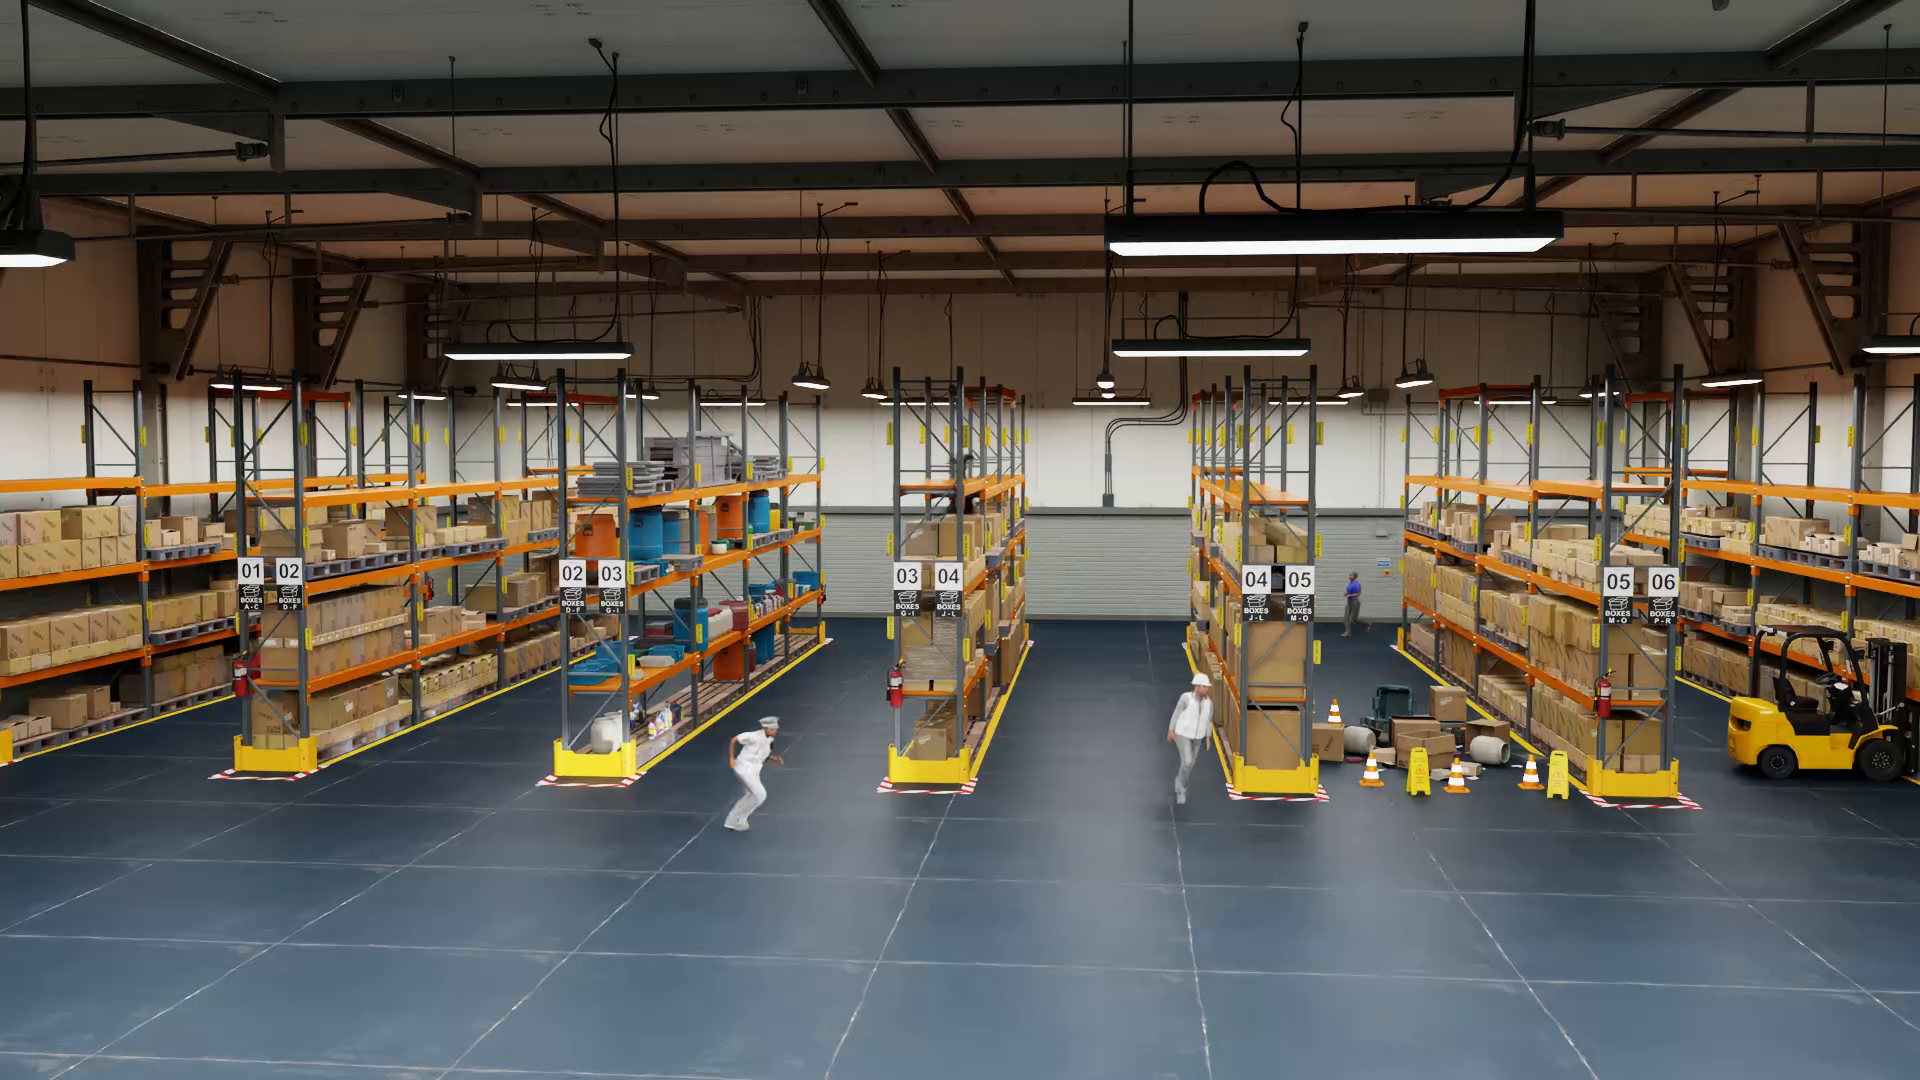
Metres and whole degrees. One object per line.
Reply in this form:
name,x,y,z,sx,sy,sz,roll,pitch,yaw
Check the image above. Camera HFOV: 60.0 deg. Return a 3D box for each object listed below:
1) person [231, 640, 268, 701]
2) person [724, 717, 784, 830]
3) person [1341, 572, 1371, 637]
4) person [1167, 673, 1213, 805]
person,-11.651,2.459,27.423,0.597,1.685,0.979,0,4,3
person,-2.627,2.951,20.901,0.887,1.490,0.606,2,4,27
person,9.860,1.604,41.557,0.760,1.615,0.581,-1,4,-14
person,3.155,2.710,22.999,0.628,1.767,0.659,-2,4,-24
